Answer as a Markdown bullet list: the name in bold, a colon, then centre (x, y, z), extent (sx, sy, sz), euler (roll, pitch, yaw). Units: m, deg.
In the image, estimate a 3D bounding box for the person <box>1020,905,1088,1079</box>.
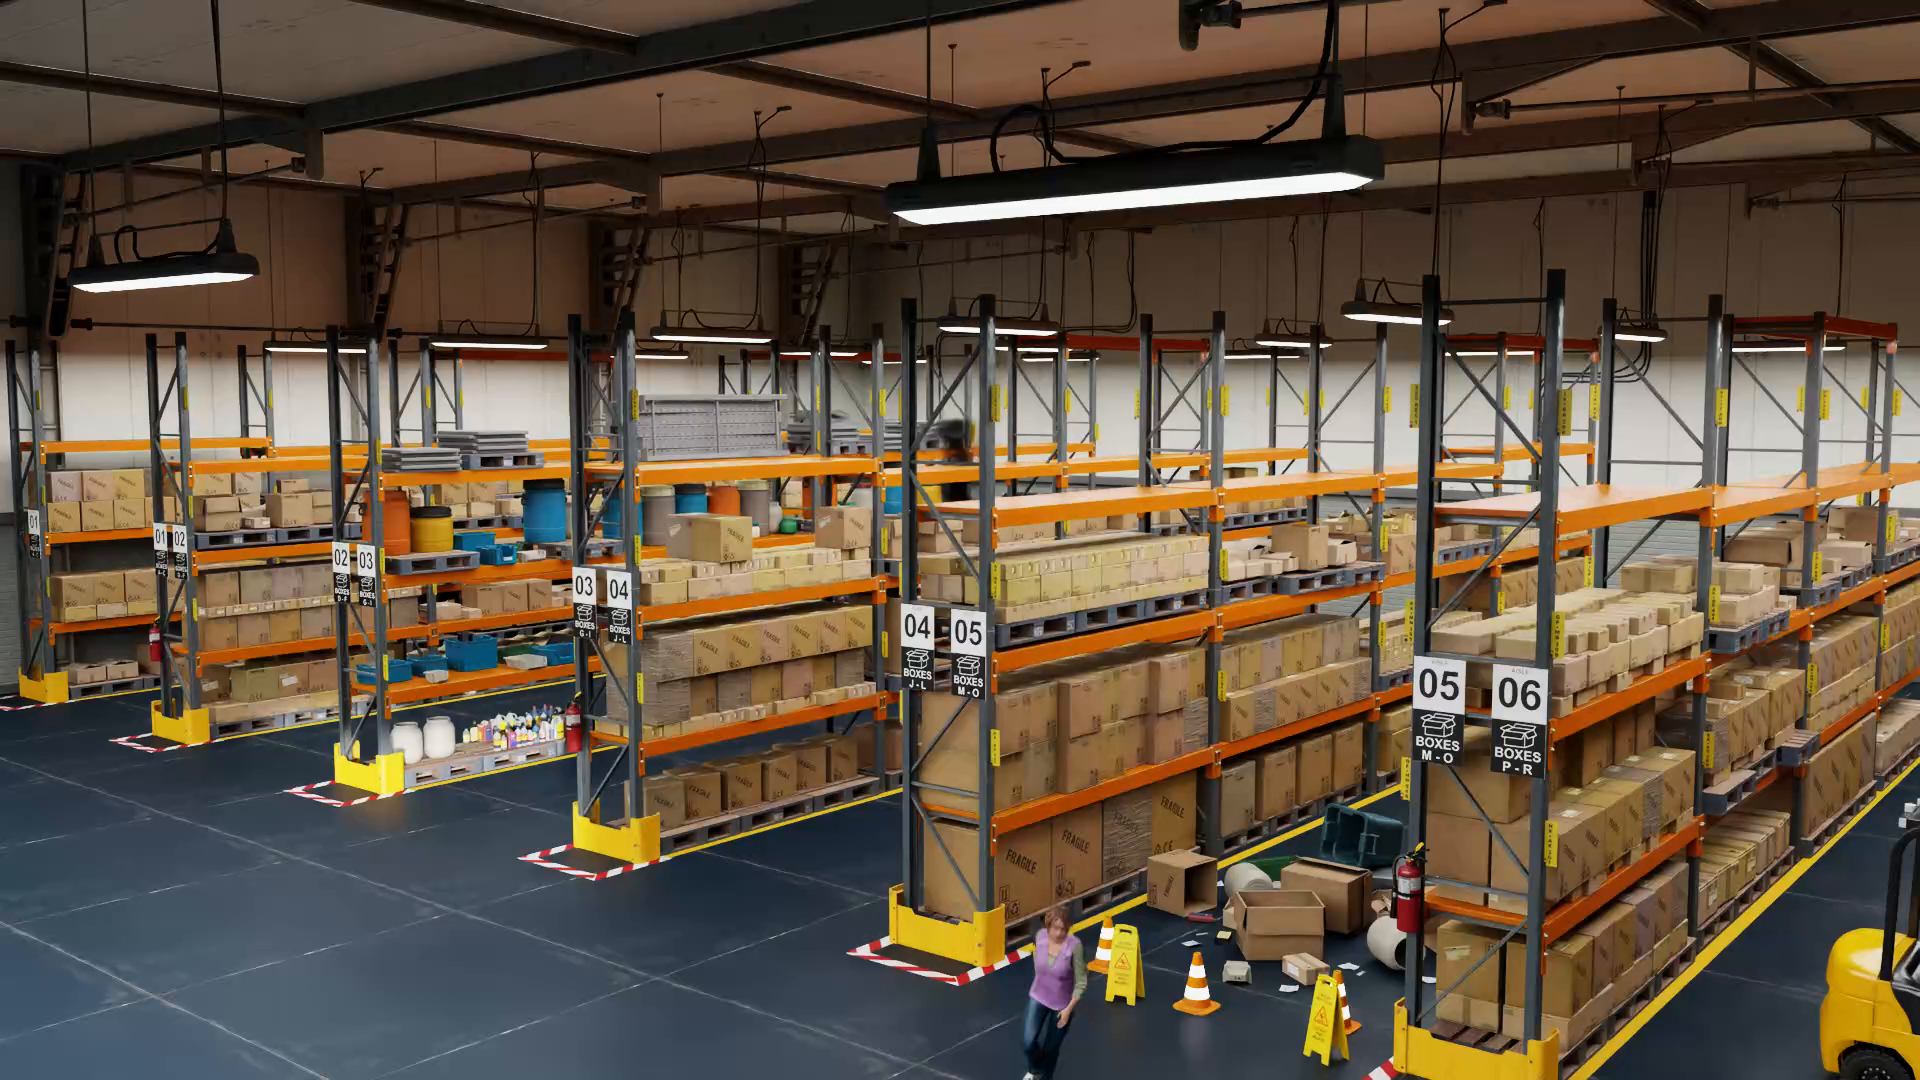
- **person**: centre (0.670, 3.331, 11.897), extent (0.520, 1.525, 0.694), euler (1, 5, 14)
